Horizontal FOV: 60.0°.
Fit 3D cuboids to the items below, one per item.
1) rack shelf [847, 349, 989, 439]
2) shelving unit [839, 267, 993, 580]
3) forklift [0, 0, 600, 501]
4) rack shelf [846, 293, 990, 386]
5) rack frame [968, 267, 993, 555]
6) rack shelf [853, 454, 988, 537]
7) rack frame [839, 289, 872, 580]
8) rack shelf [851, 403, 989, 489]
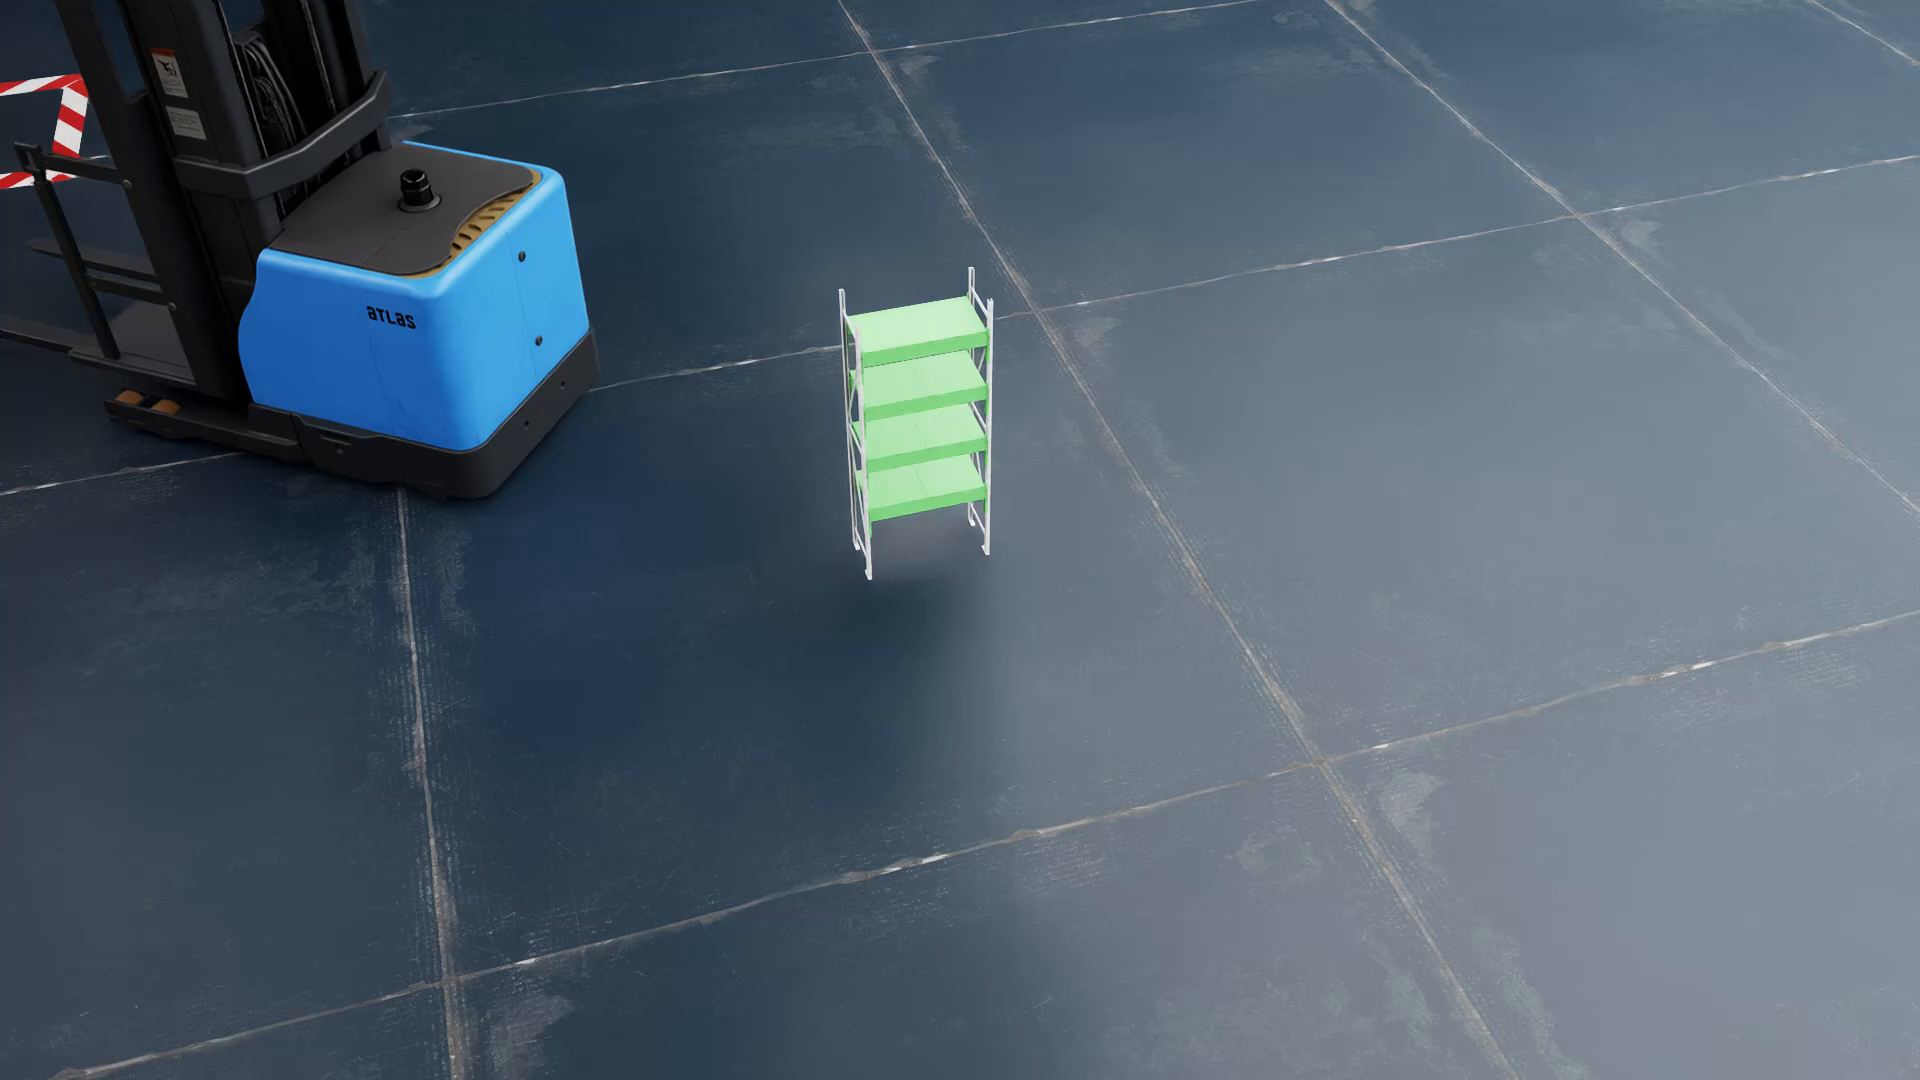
[{"bbox_3d":[-0.158,-0.552,6.202,0.480,0.148,0.258,-12,42,-13],"label":"rack shelf"},{"bbox_3d":[-0.158,-0.419,6.318,0.503,1.200,0.258,-12,42,-13],"label":"shelving unit"},{"bbox_3d":[-3.197,-1.860,6.651,3.031,2.935,1.130,13,43,15],"label":"forklift"},{"bbox_3d":[-0.158,-0.732,6.044,0.480,0.148,0.258,-12,42,-13],"label":"rack shelf"},{"bbox_3d":[0.075,-0.467,6.373,0.015,1.200,0.240,-12,42,-13],"label":"rack frame"},{"bbox_3d":[-0.158,-0.190,6.518,0.480,0.148,0.258,-12,42,-13],"label":"rack shelf"},{"bbox_3d":[-0.391,-0.371,6.263,0.015,1.200,0.240,-12,42,-13],"label":"rack frame"},{"bbox_3d":[-0.158,-0.371,6.360,0.480,0.148,0.258,-12,42,-13],"label":"rack shelf"}]
